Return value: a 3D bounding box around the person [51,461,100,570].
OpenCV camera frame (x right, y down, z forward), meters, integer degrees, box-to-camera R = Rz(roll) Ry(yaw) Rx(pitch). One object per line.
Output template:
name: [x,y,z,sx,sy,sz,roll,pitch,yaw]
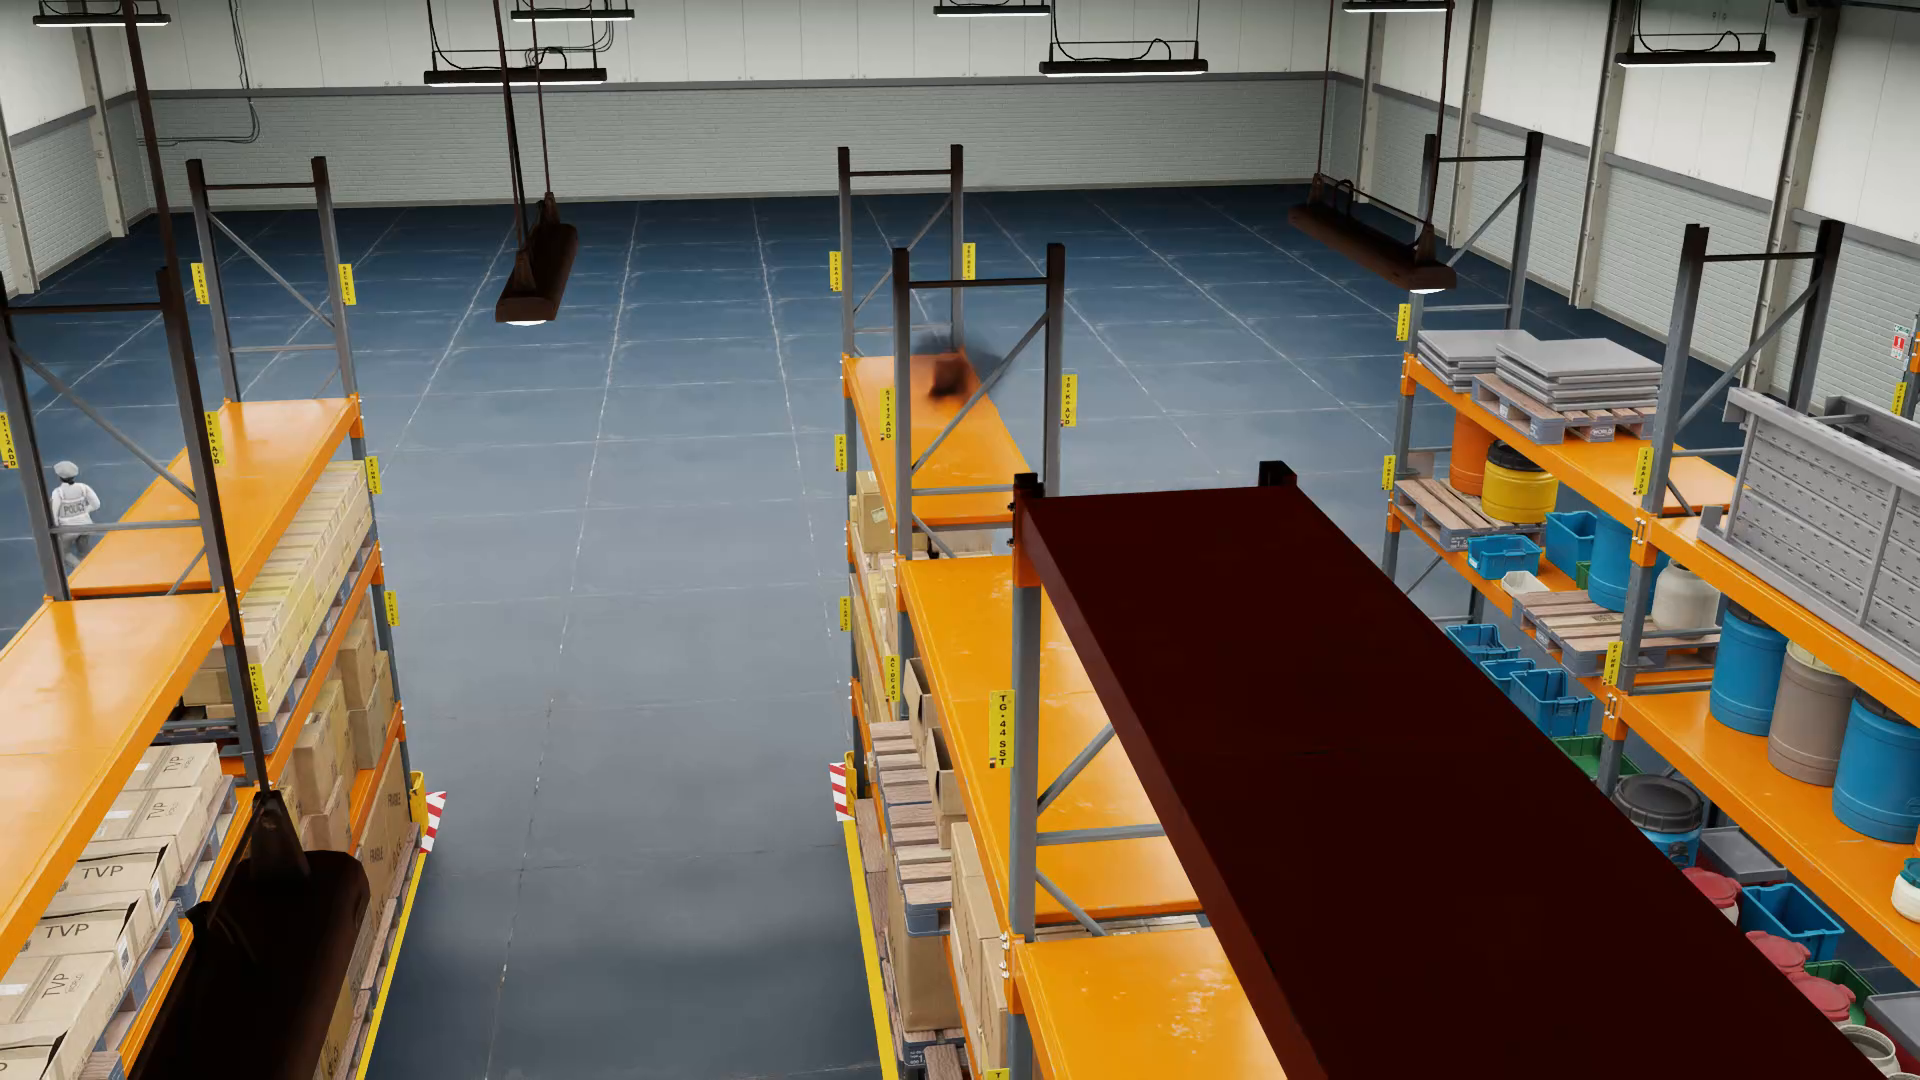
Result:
person: [-10.521,-0.138,19.752,0.552,1.664,0.658,16,27,35]
